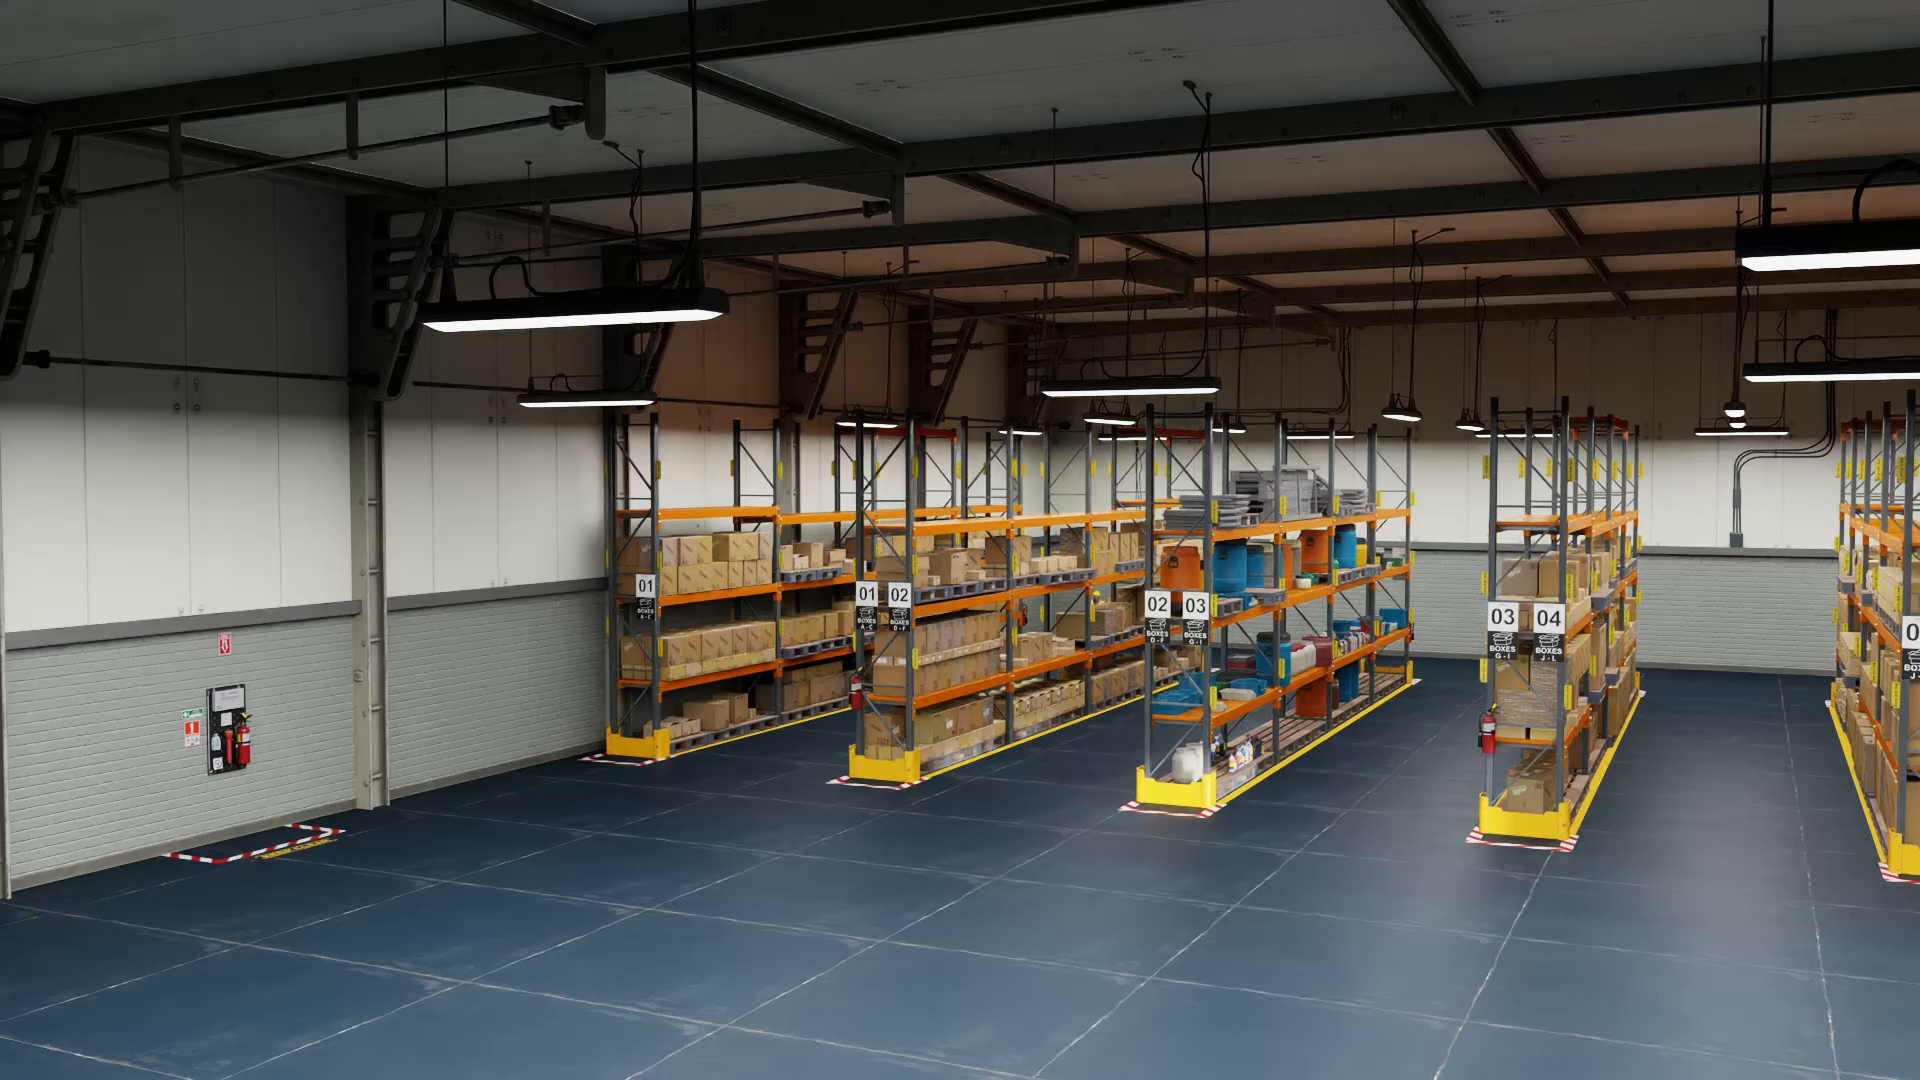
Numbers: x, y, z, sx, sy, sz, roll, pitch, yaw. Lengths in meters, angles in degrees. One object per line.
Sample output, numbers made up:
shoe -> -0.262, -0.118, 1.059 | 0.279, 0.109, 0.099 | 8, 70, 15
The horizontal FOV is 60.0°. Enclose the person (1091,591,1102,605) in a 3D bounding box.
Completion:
person -> 3.673, 2.243, 45.141 | 0.634, 1.714, 1.093 | 1, 3, 22
